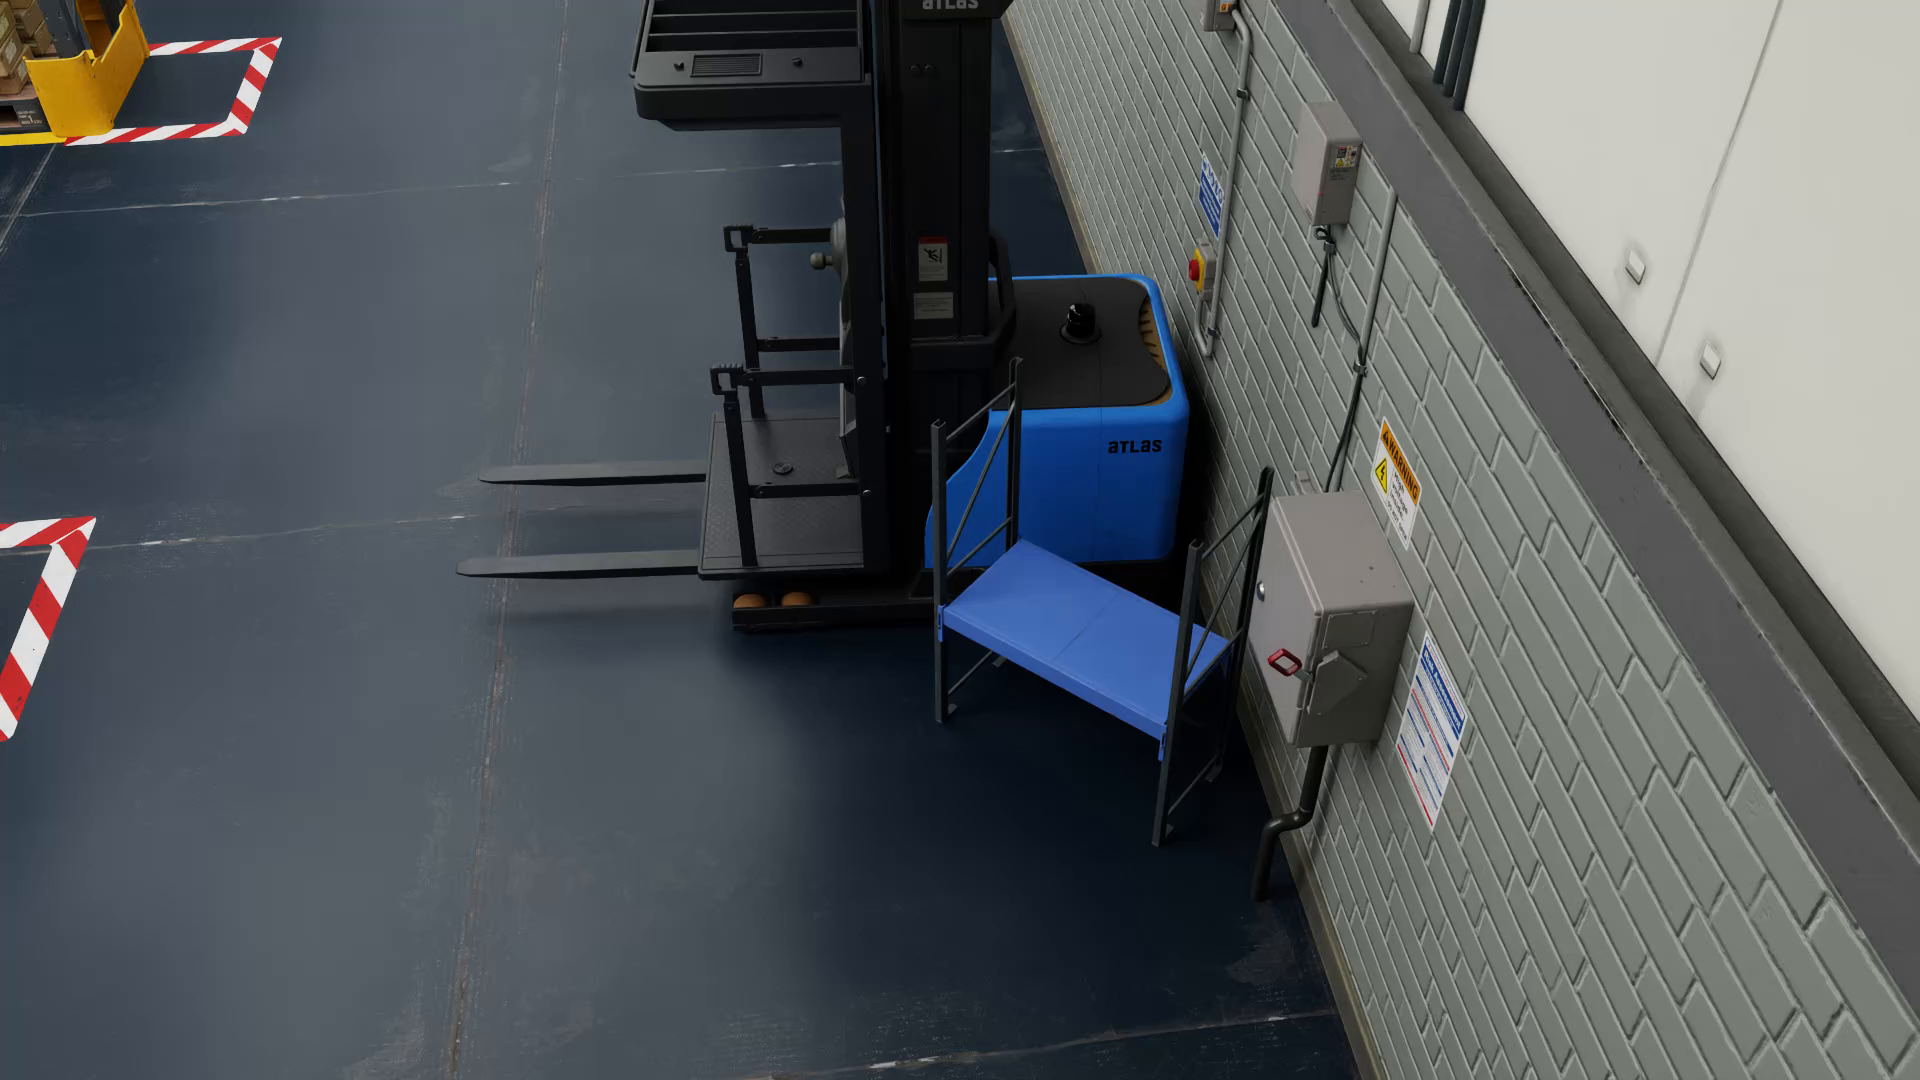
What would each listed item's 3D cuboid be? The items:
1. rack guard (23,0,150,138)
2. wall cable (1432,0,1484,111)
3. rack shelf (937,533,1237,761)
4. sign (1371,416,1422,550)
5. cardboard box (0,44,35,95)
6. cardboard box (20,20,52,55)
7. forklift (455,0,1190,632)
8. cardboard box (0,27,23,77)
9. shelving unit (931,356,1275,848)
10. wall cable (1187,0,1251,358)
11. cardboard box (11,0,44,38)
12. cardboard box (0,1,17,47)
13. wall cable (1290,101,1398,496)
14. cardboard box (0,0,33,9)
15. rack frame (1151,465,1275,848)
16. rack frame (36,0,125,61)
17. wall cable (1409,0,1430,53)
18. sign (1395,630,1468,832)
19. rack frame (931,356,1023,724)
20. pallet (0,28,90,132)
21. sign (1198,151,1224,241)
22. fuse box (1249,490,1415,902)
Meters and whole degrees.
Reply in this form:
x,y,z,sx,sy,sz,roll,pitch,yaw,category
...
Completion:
x,y,z,sx,sy,sz,roll,pitch,yaw,category
-5.478,-3.050,10.470,0.348,0.500,1.175,-5,42,-6,rack guard
1.362,-1.276,2.129,0.133,3.039,2.988,-5,42,-6,wall cable
0.471,0.377,6.191,1.000,0.185,0.538,27,48,27,rack shelf
1.253,-0.165,4.788,0.001,0.242,0.339,-5,42,-6,sign
-5.897,-2.898,10.250,0.250,0.149,0.380,-4,42,-5,cardboard box
-5.964,-3.250,10.639,0.250,0.149,0.380,-4,42,-5,cardboard box
-0.625,-1.065,6.453,3.031,2.935,1.130,-2,42,-2,forklift
-5.889,-2.958,10.093,0.250,0.149,0.380,-6,42,-7,cardboard box
0.471,0.244,6.071,1.048,1.500,0.538,27,48,27,shelving unit
0.928,-1.601,6.214,0.123,1.953,0.585,-5,42,-6,wall cable
-5.955,-3.318,10.493,0.250,0.149,0.380,-3,42,-4,cardboard box
-5.895,-3.089,10.017,0.250,0.149,0.380,-5,42,-5,cardboard box
1.123,-0.648,5.181,0.122,1.984,0.588,-5,42,-6,wall cable
-5.966,-3.484,10.454,0.250,0.149,0.380,-7,42,-7,cardboard box
0.877,0.449,5.844,0.032,1.500,0.500,27,48,27,rack frame
-5.402,-3.985,9.640,0.127,3.000,1.000,-5,42,-6,rack frame
1.038,-3.116,4.196,0.029,3.000,2.355,-5,42,-6,wall cable
1.325,0.541,4.692,0.001,0.494,0.329,-5,42,-6,sign
0.065,0.039,6.298,0.032,1.500,0.500,27,48,27,rack frame
-6.288,-2.896,10.514,1.213,0.211,1.003,-5,42,-6,pallet
0.982,-1.349,6.516,0.001,0.218,0.327,-5,42,-6,sign
1.055,0.674,5.436,0.414,1.711,0.539,-5,42,-6,fuse box
